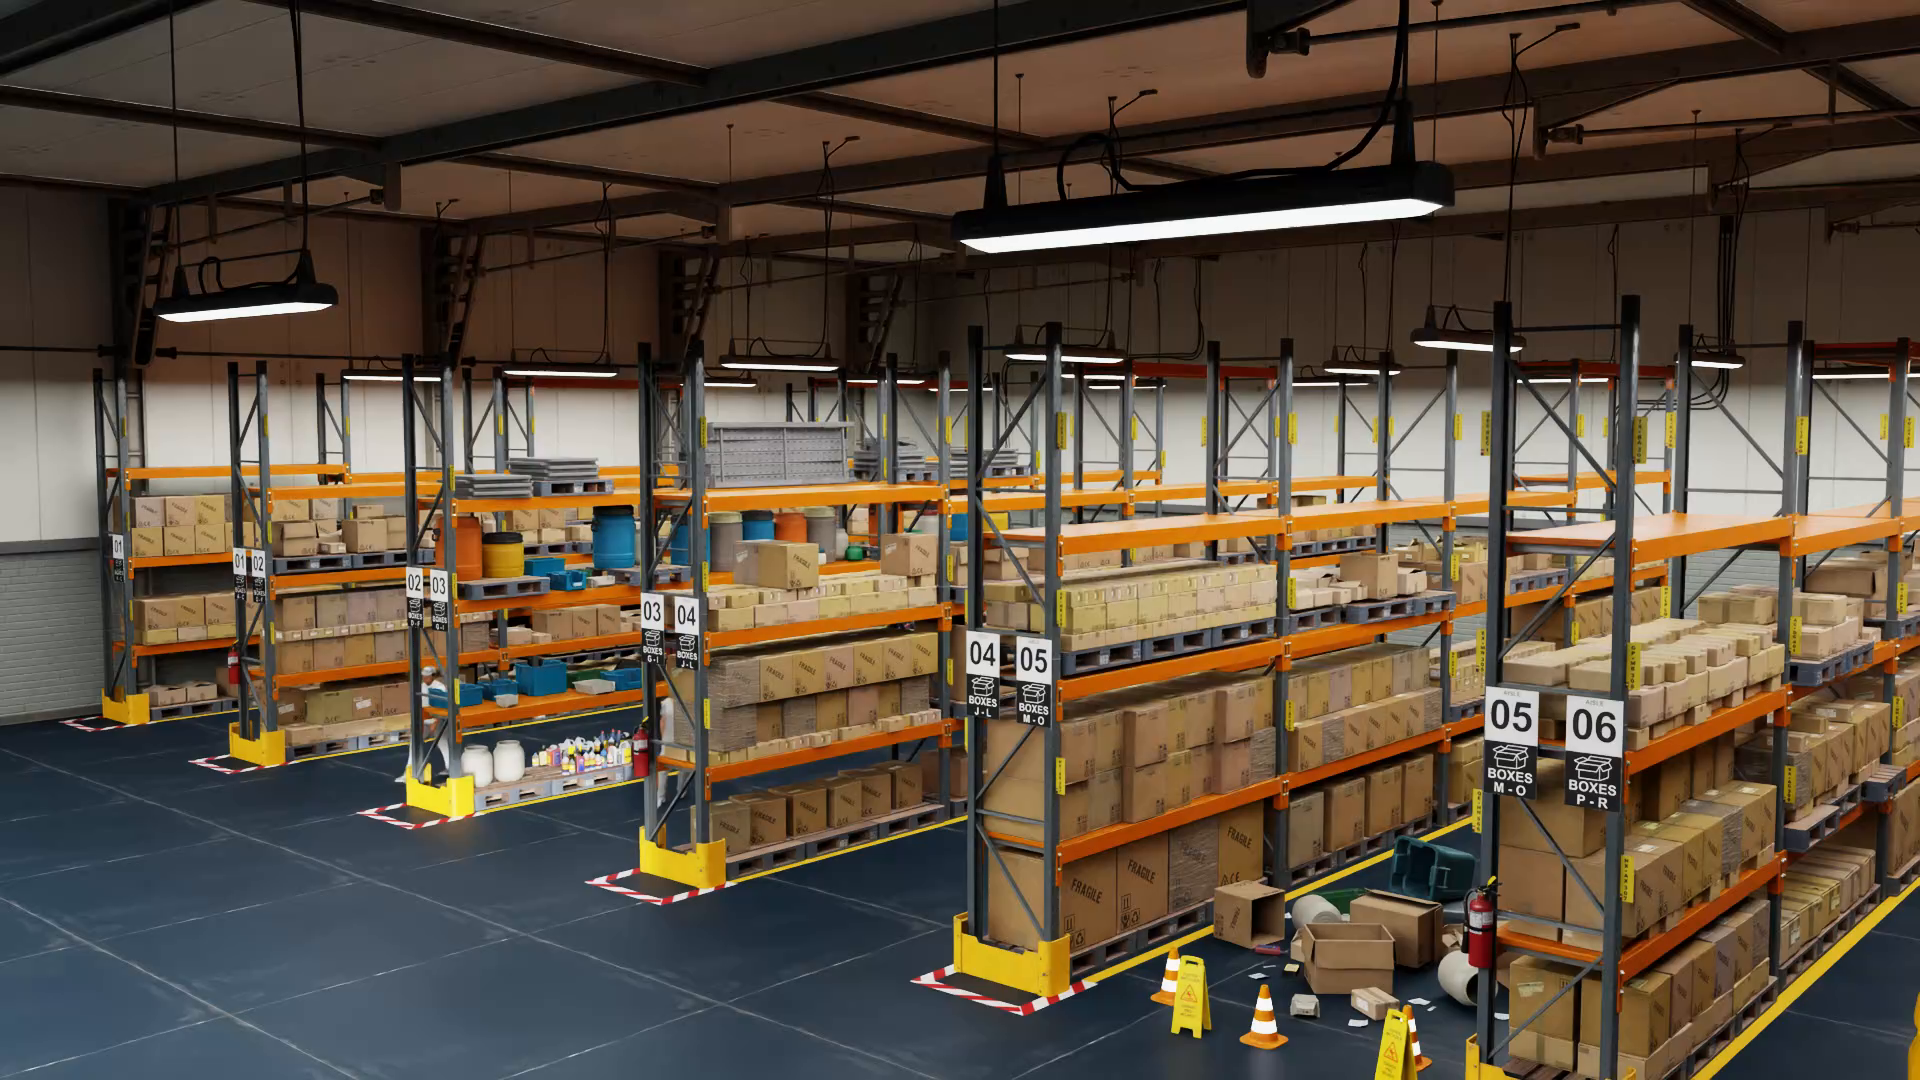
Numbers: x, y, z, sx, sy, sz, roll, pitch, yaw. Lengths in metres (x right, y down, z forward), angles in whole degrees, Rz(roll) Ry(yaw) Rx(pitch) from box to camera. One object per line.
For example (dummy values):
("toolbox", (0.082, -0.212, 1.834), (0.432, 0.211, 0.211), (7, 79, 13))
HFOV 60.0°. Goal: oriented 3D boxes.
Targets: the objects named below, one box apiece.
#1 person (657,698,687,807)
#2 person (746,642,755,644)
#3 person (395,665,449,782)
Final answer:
("person", (-3.831, 2.685, 22.276), (0.507, 1.644, 0.807), (0, 4, -3))
("person", (-3.495, 2.281, 26.948), (0.844, 1.757, 0.610), (0, 4, -5))
("person", (-7.583, 2.593, 23.688), (0.534, 1.613, 0.943), (1, 4, 16))
